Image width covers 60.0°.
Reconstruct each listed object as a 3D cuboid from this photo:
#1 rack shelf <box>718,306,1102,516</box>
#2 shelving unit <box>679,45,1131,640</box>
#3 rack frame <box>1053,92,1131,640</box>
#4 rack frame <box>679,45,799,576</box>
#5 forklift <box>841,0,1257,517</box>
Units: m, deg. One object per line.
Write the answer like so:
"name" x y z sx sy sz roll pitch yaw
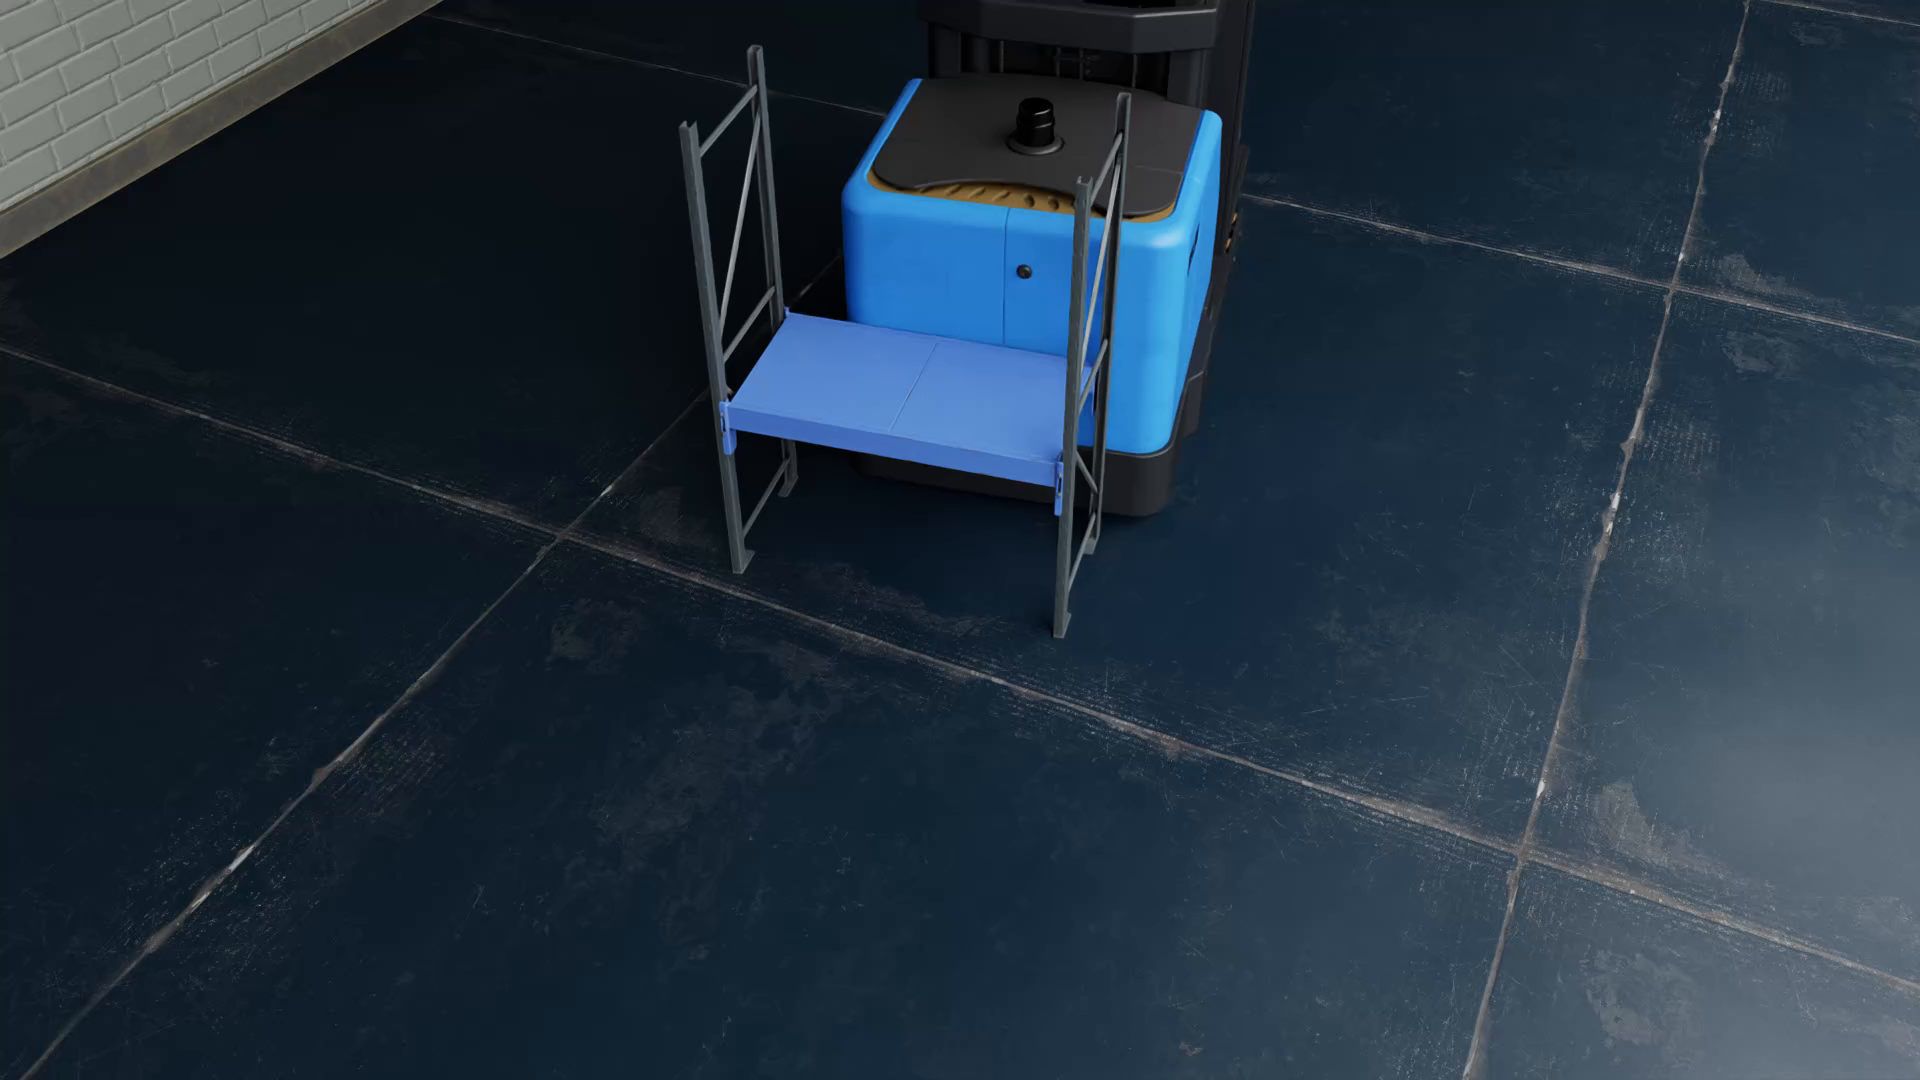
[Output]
"rack shelf" -0.130 -0.388 4.827 1.000 0.185 0.538 11 42 12
"shelving unit" -0.130 -0.524 4.709 1.048 1.500 0.538 11 42 12
"rack frame" 0.358 -0.431 4.602 0.032 1.500 0.500 11 42 12
"rack frame" -0.618 -0.617 4.816 0.032 1.500 0.500 11 42 12
"forklift" 0.489 -2.156 5.499 1.130 2.935 3.031 9 42 10
